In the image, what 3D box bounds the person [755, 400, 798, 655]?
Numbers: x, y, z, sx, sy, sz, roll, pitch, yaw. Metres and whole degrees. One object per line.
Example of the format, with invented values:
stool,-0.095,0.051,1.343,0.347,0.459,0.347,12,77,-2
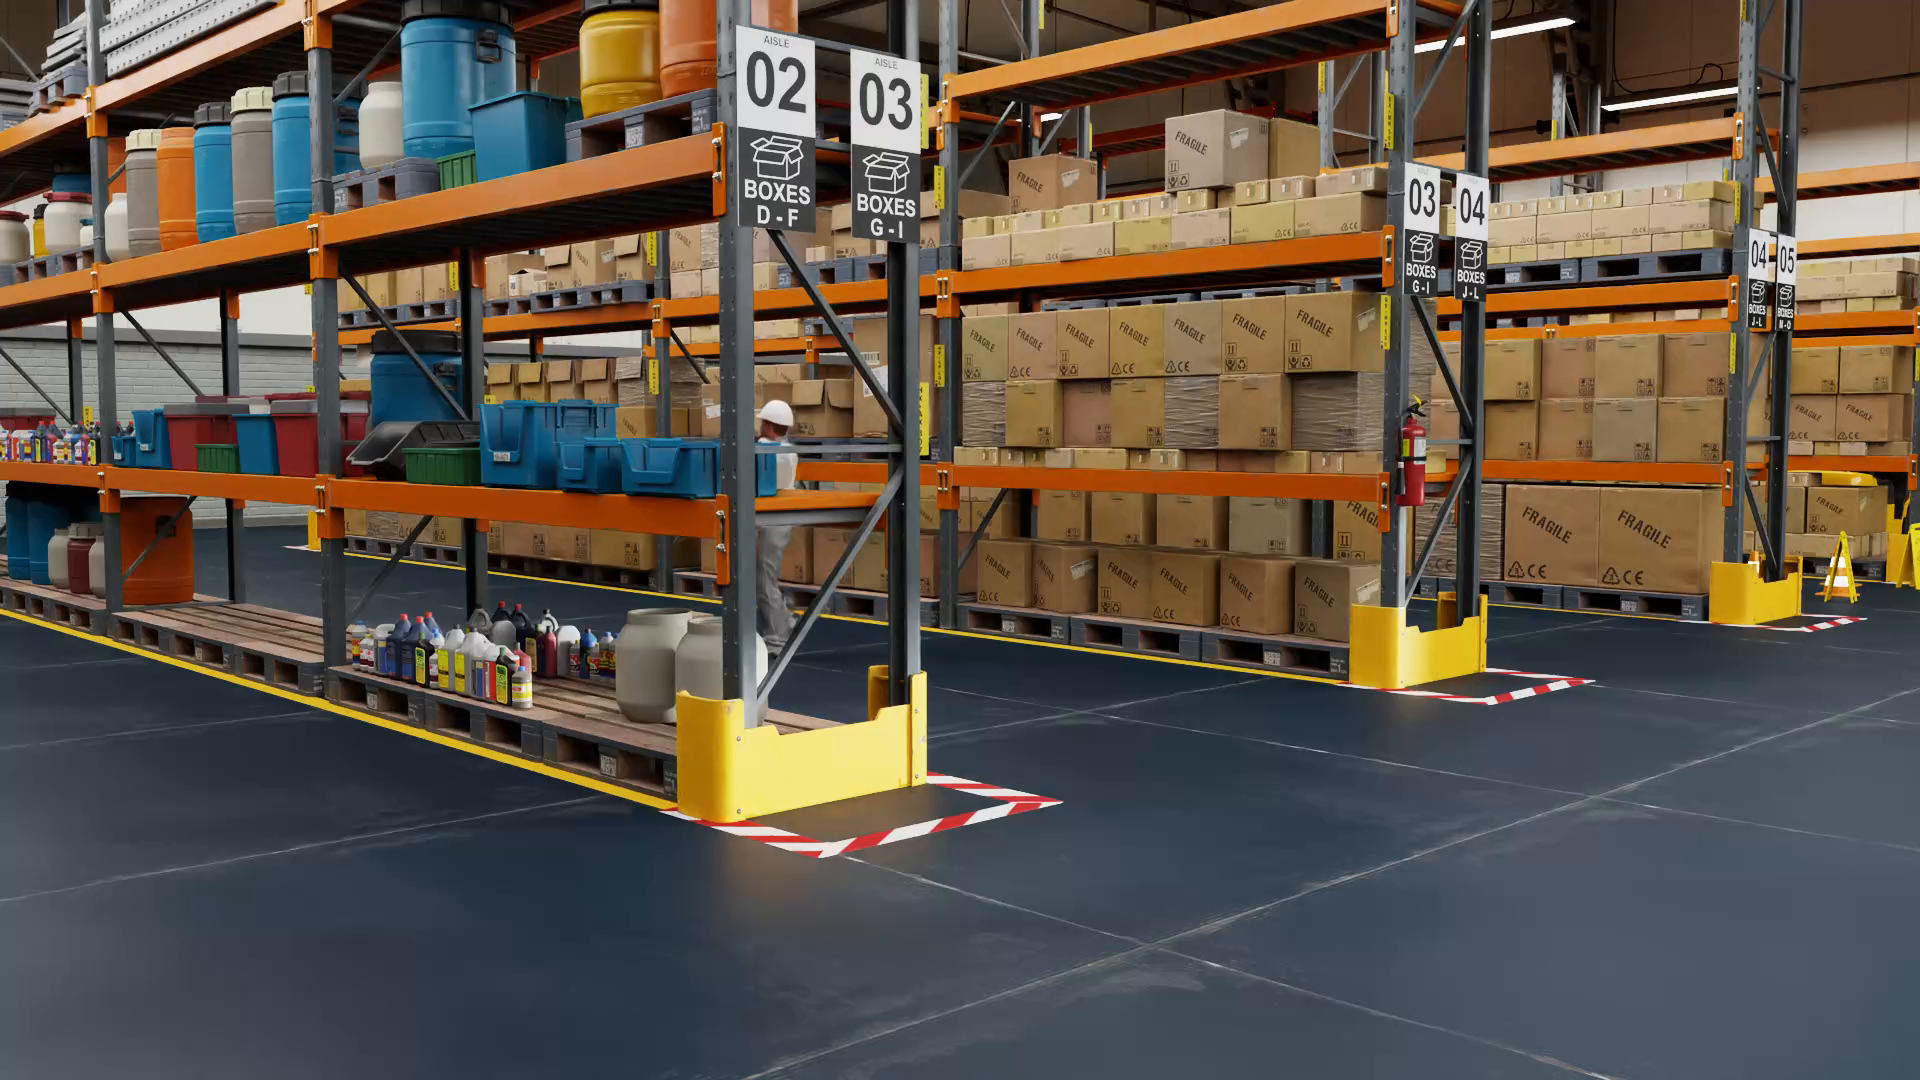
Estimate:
person,-1.364,-0.085,11.583,0.459,1.768,0.551,0,4,-3
